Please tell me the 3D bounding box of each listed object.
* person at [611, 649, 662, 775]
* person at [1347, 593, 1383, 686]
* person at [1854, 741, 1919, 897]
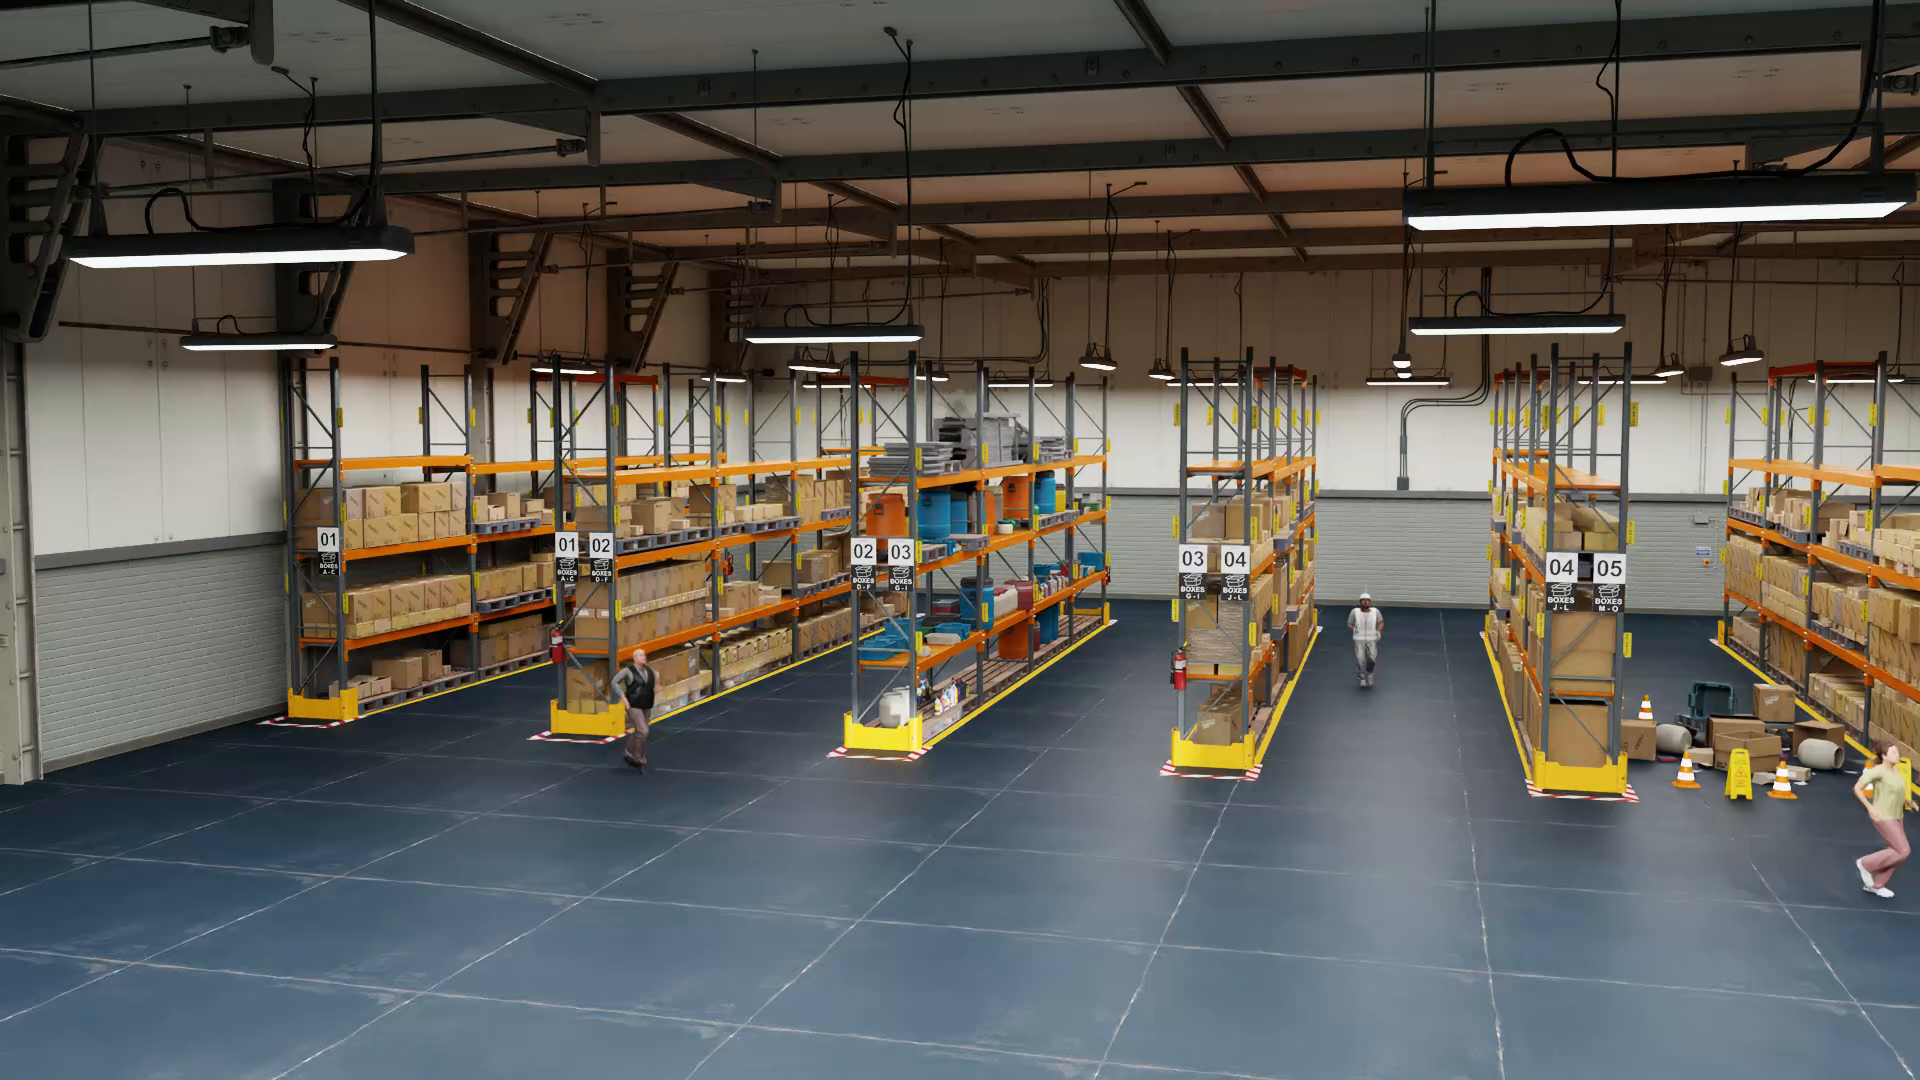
[{"bbox_3d":[-4.536,2.426,23.538,0.779,1.783,0.638,3,5,37],"label":"person"},{"bbox_3d":[7.508,1.858,30.766,0.667,1.737,0.605,1,4,9],"label":"person"},{"bbox_3d":[9.700,2.916,17.353,0.573,1.630,0.537,-3,5,-33],"label":"person"}]
